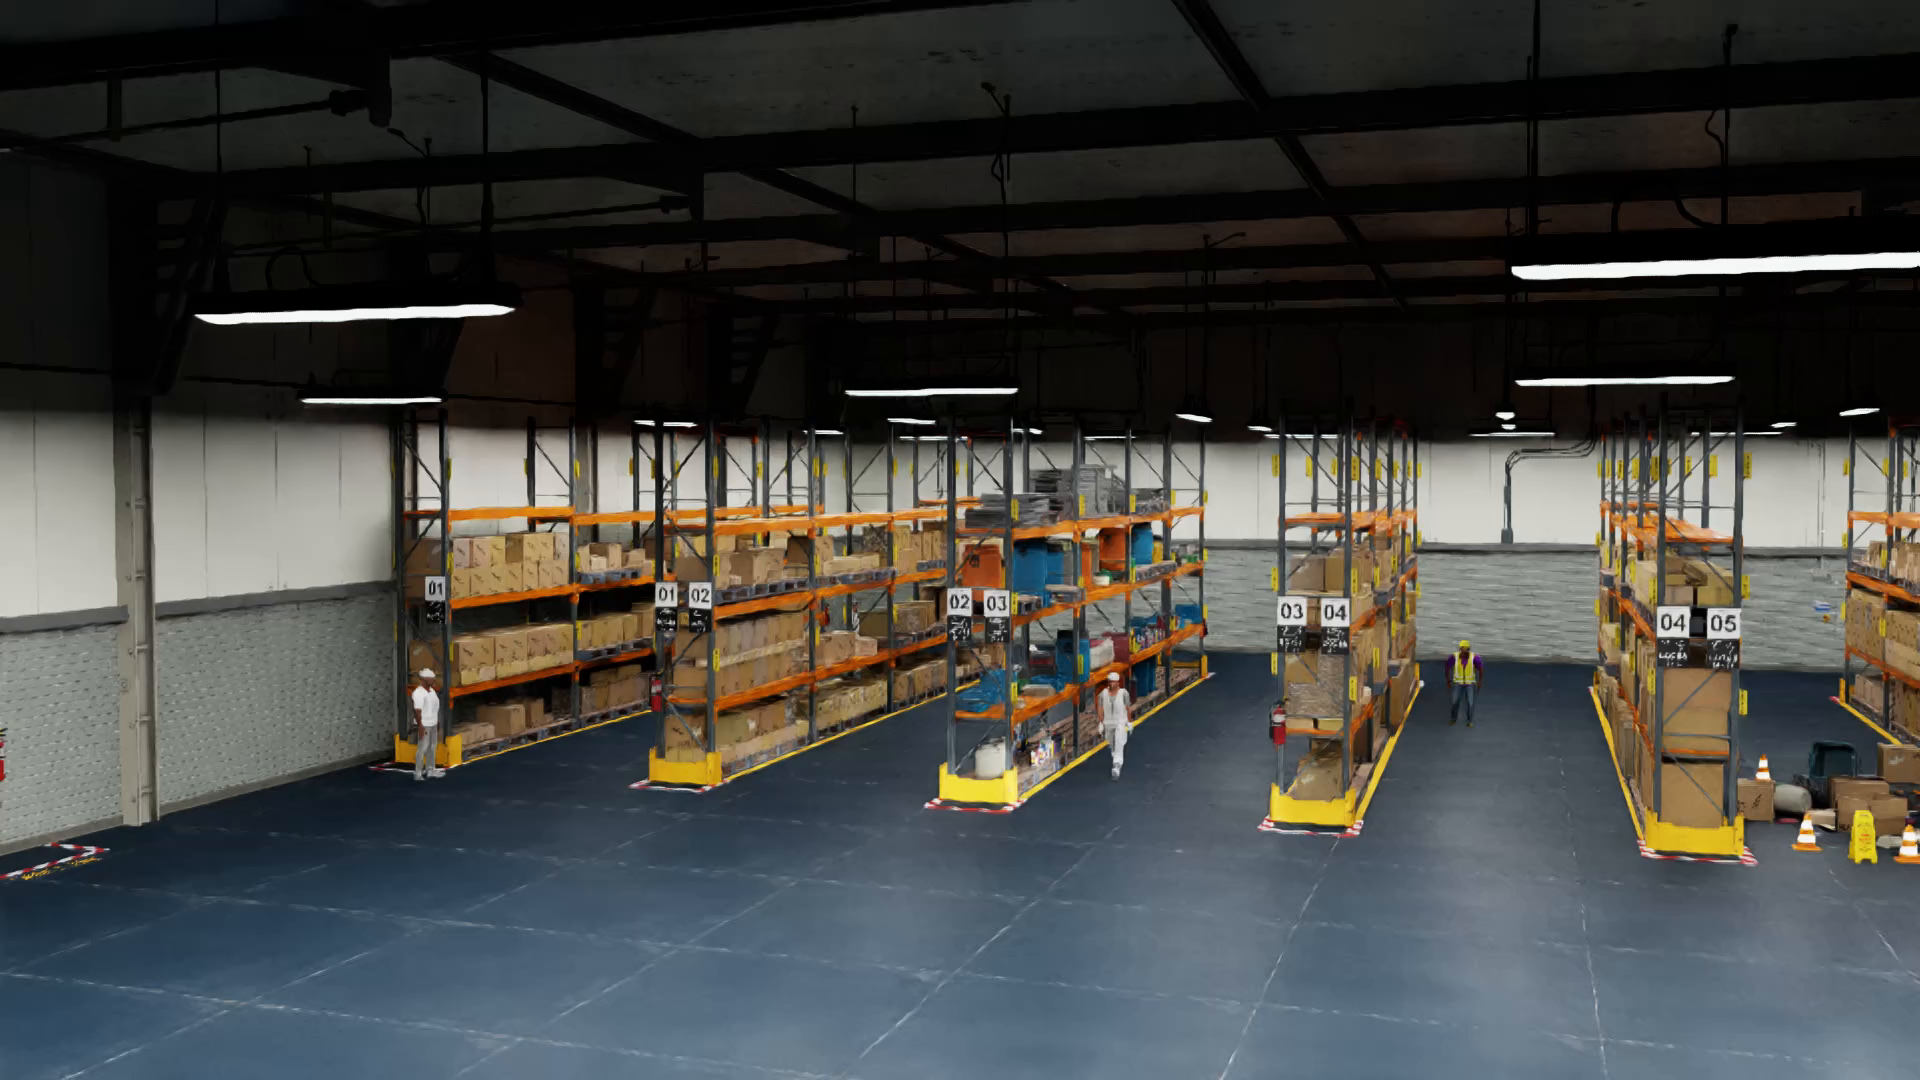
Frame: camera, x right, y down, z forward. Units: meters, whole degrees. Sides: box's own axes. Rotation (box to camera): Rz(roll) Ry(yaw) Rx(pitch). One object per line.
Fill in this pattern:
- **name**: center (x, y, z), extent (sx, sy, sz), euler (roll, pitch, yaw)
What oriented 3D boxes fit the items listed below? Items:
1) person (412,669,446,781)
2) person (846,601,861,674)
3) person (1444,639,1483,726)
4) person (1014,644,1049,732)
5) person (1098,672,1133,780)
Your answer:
- **person**: center (-8.540, 2.953, 26.724), extent (0.390, 1.766, 0.669), euler (0, 2, 8)
- **person**: center (-2.617, 2.369, 40.679), extent (0.404, 1.765, 0.619), euler (0, 2, 6)
- **person**: center (9.763, 2.770, 32.241), extent (0.719, 1.714, 0.578), euler (1, 3, 17)
- **person**: center (1.331, 2.795, 31.083), extent (0.552, 1.724, 1.036), euler (1, 3, 28)
- **person**: center (2.491, 2.976, 26.943), extent (0.553, 1.709, 1.123), euler (1, 3, 21)
